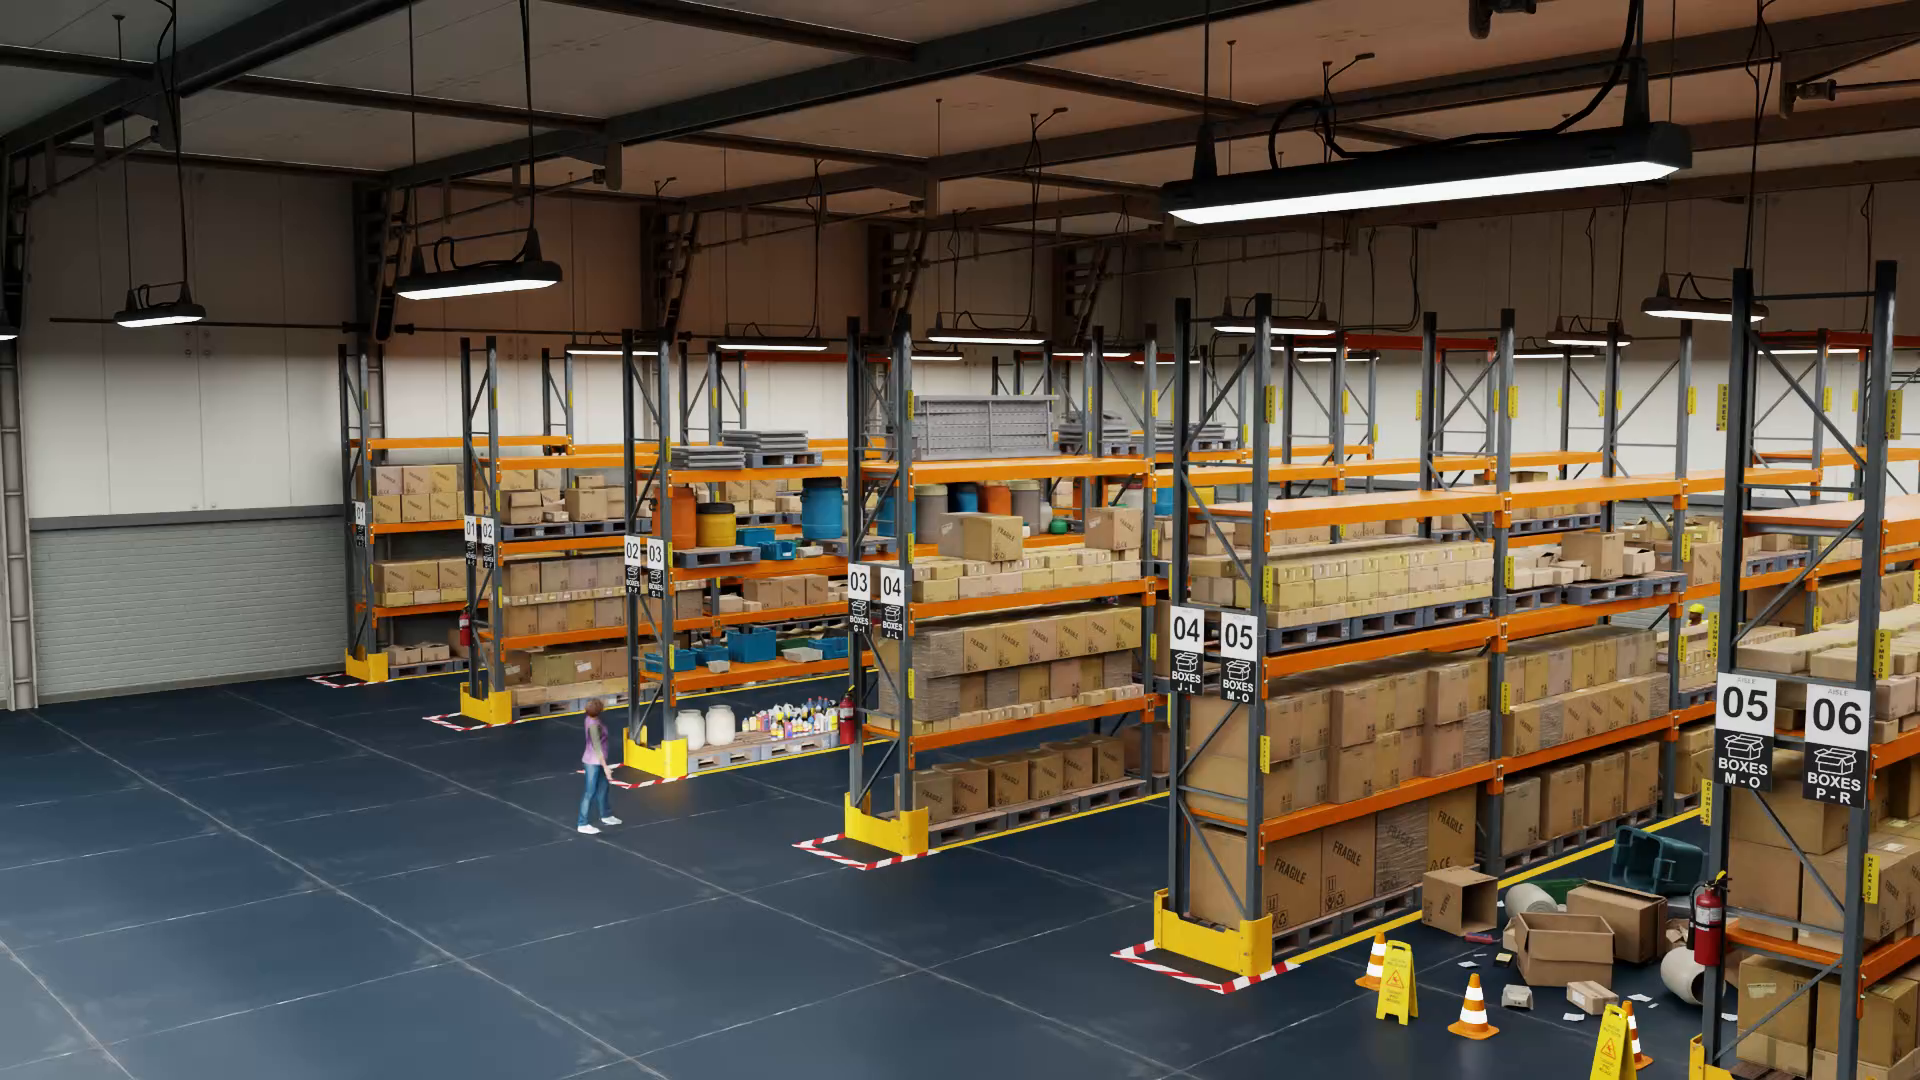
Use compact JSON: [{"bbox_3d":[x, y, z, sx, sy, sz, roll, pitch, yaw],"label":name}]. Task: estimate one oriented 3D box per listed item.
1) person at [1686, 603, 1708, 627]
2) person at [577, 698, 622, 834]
[{"bbox_3d":[11.966,1.895,27.017,1.003,1.744,0.597,-4,7,-40],"label":"person"},{"bbox_3d":[-4.267,2.630,19.598,0.459,1.607,0.605,0,5,-3],"label":"person"}]
